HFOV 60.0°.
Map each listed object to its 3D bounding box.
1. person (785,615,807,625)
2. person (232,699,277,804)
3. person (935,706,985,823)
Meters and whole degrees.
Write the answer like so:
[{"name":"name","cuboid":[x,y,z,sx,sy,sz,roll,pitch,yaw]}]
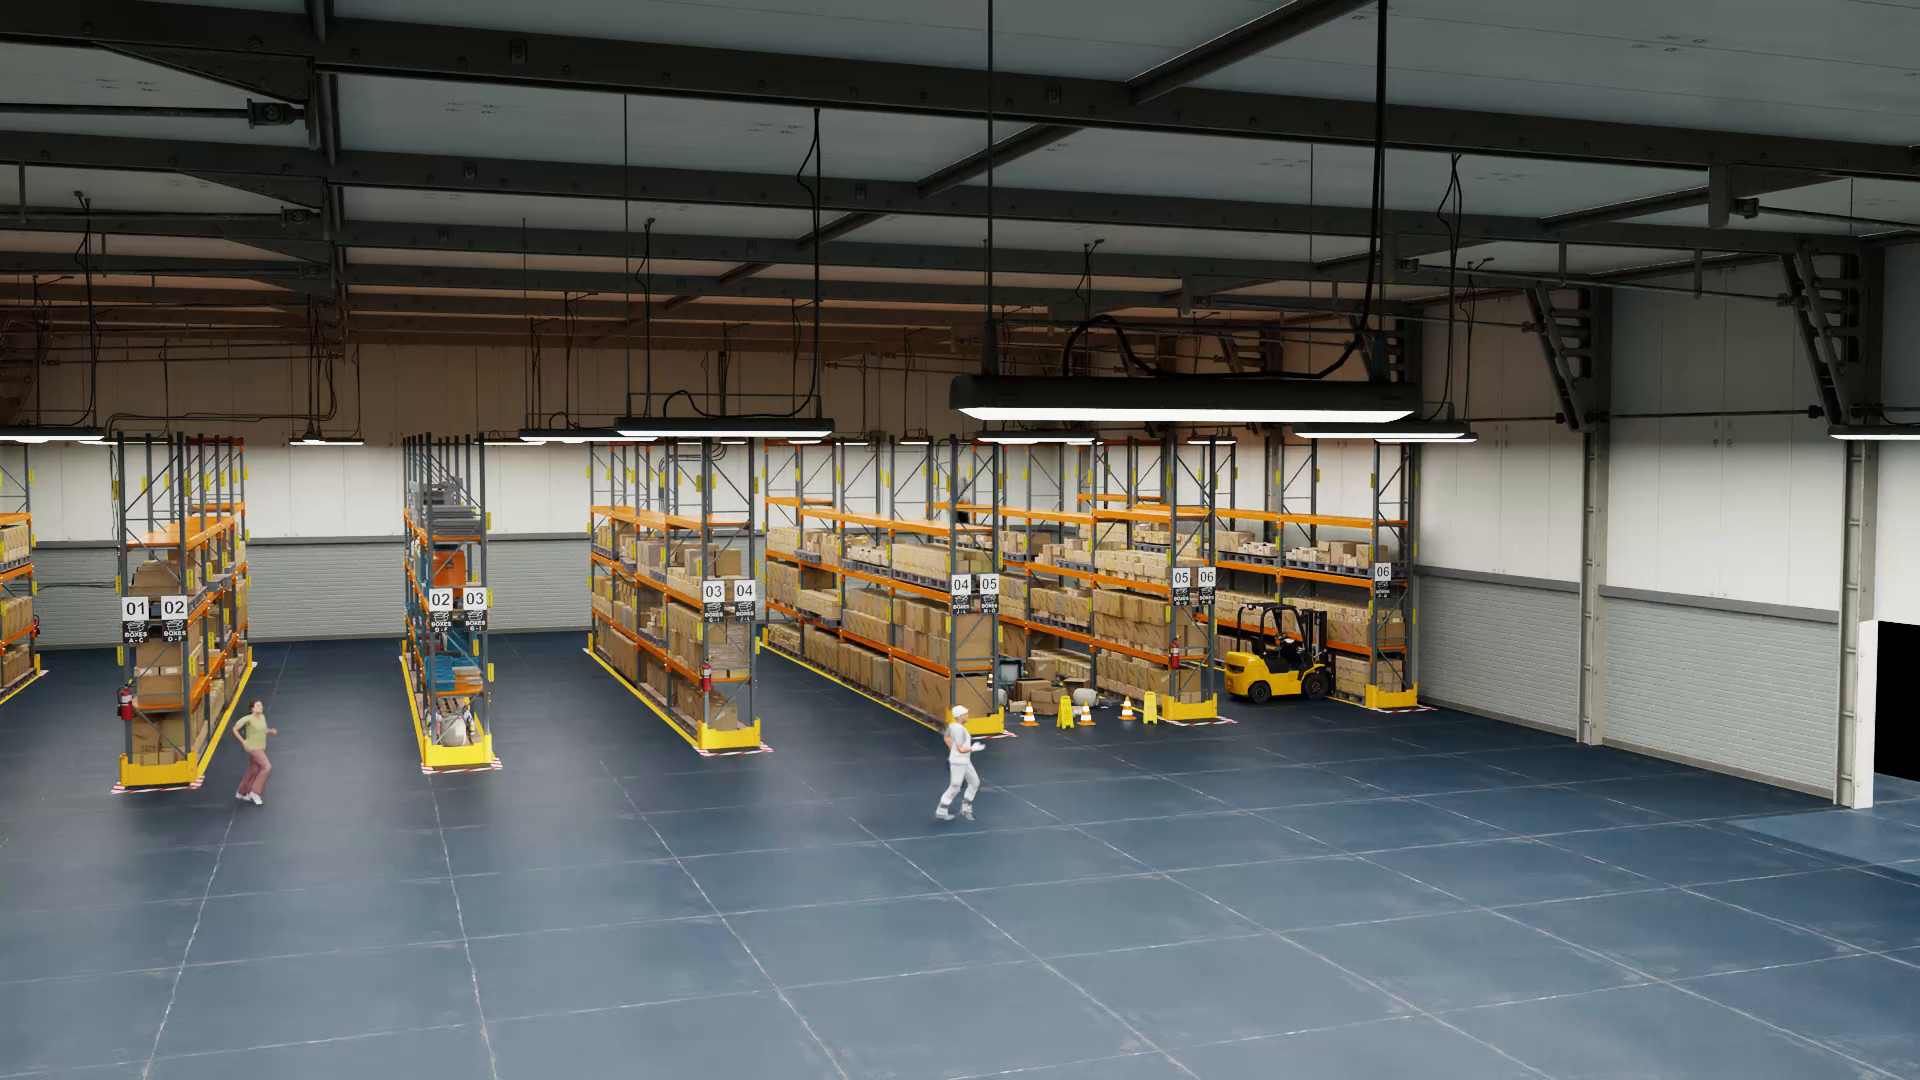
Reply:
[{"name":"person","cuboid":[-4.886,2.123,49.839,0.780,1.763,0.785,1,3,13]},{"name":"person","cuboid":[-11.374,3.411,26.871,0.688,1.702,0.548,1,3,9]},{"name":"person","cuboid":[0.007,3.431,25.306,0.764,1.836,0.630,0,3,3]}]
